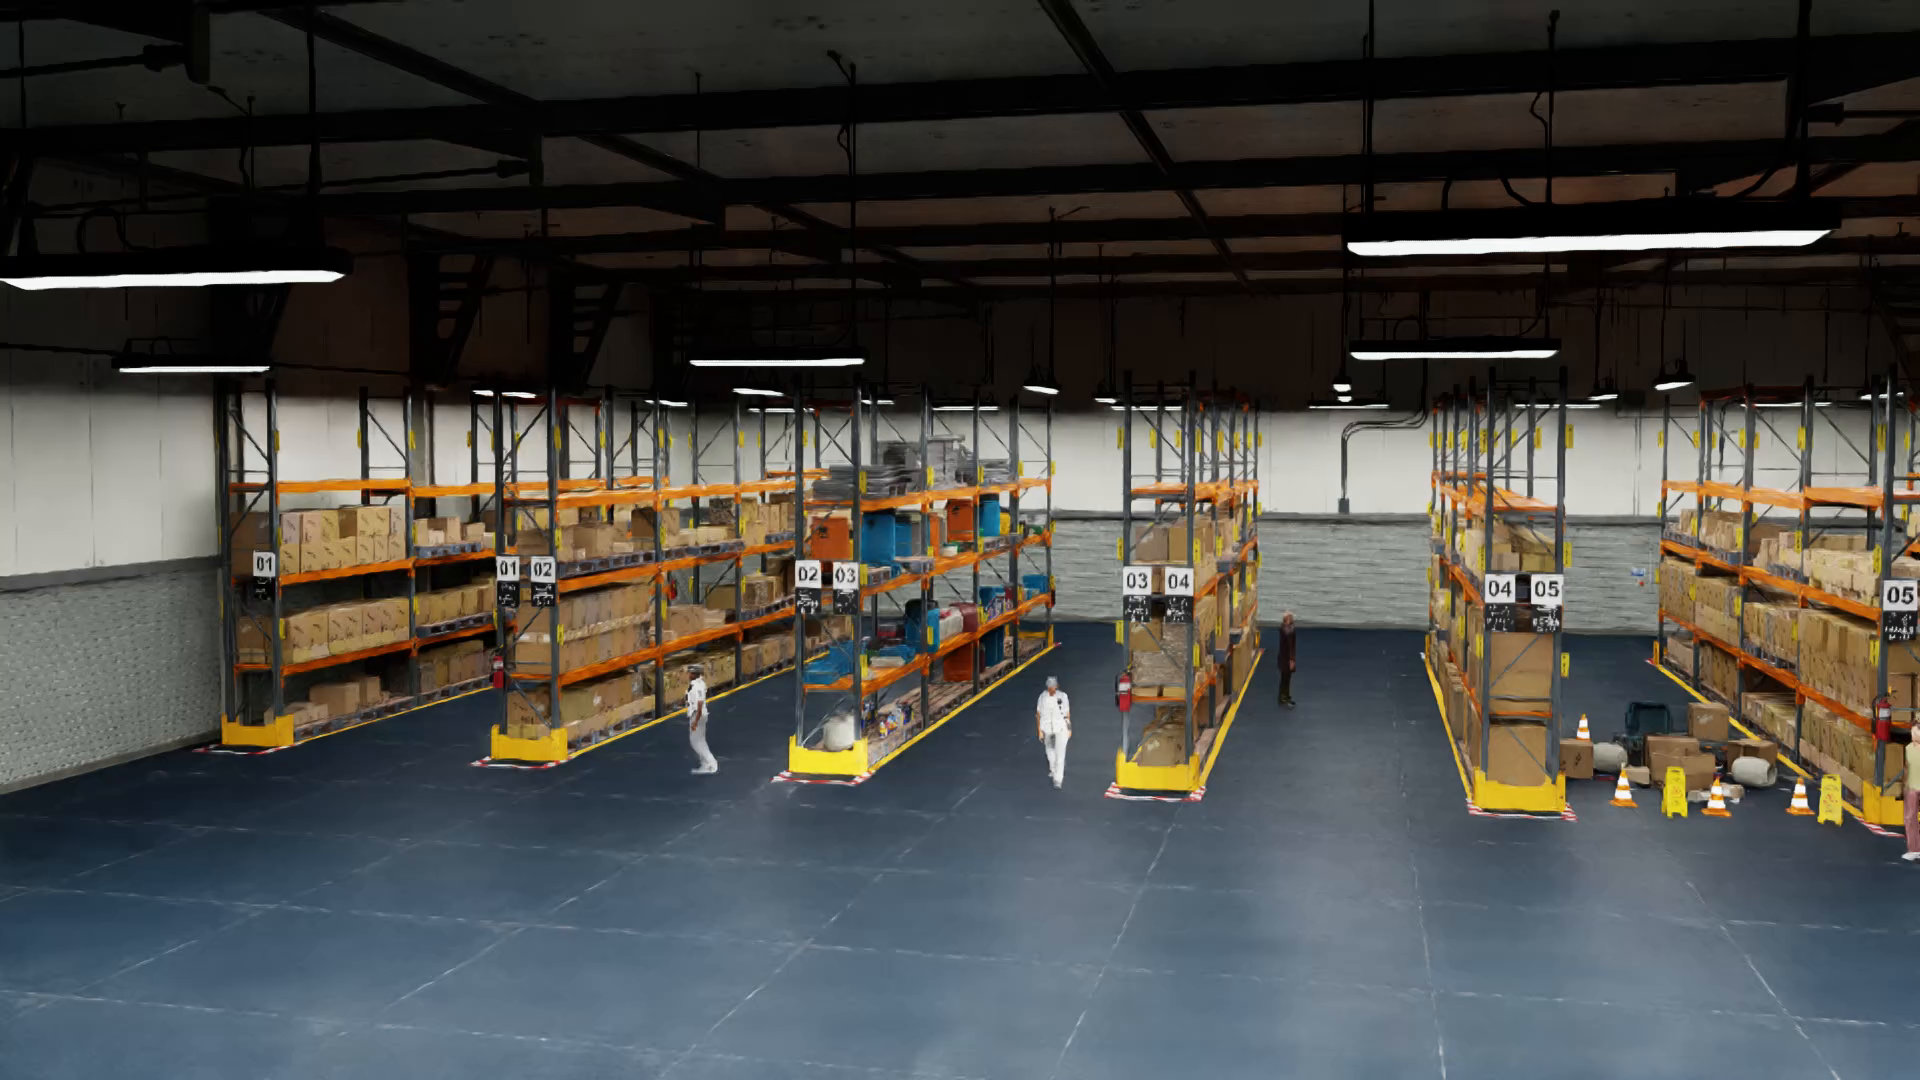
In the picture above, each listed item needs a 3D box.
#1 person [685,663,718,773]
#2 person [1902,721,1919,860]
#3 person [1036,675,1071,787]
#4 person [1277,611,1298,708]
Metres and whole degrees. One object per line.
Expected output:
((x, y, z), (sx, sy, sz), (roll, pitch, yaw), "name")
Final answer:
((-3.879, 2.674, 24.868), (0.438, 1.655, 0.629), (-1, 4, -17), "person")
((11.555, 2.984, 19.910), (0.573, 1.663, 0.484), (-3, 4, -38), "person")
((1.351, 2.743, 24.159), (0.499, 1.579, 1.078), (1, 4, 16), "person")
((6.168, 2.218, 31.201), (0.442, 1.795, 0.693), (0, 3, 1), "person")
